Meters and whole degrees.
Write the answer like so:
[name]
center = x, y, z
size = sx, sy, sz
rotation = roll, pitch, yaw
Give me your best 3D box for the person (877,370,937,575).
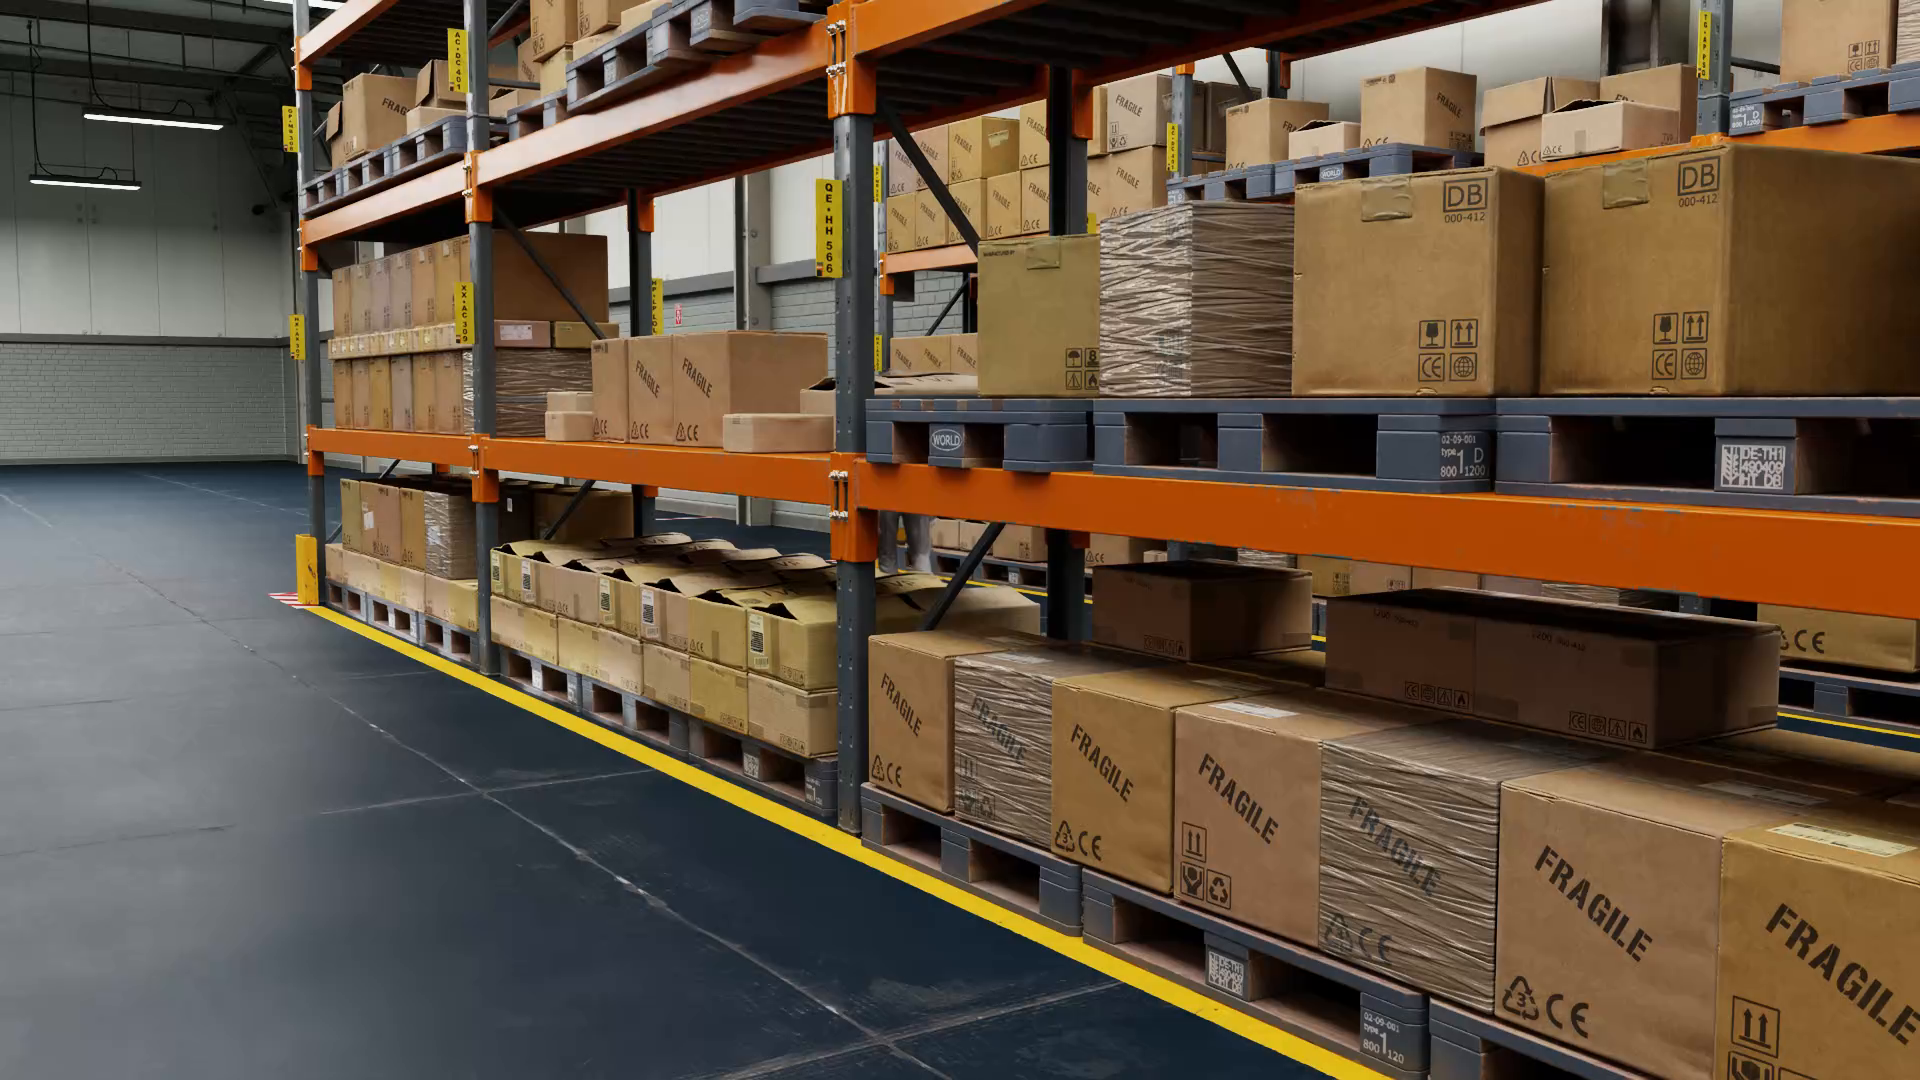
[person]
center = -0.366, -0.240, 10.514
size = 0.485, 1.671, 0.664
rotation = -1, 5, -11
